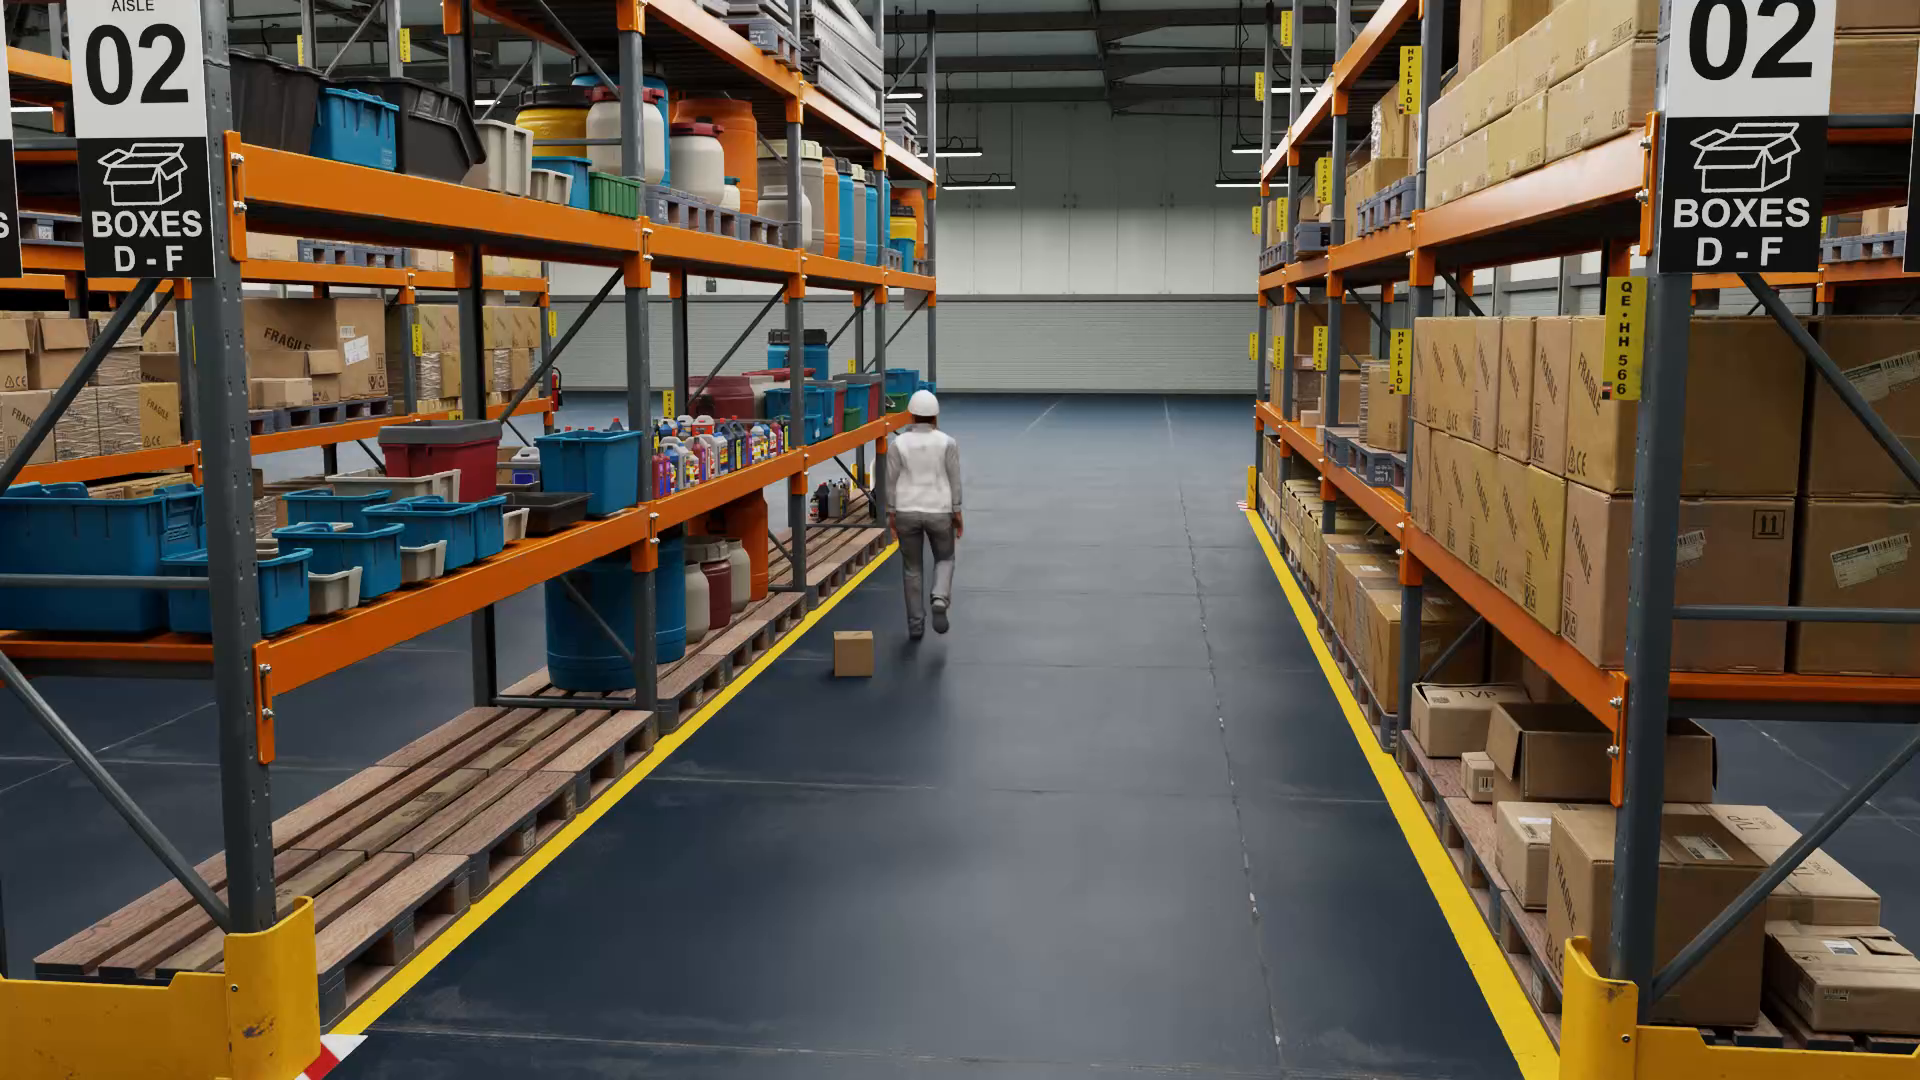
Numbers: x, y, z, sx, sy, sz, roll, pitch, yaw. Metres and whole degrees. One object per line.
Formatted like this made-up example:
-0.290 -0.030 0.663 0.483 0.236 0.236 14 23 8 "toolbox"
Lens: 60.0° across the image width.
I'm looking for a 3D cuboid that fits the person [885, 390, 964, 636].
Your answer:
-0.257 -0.193 11.941 0.562 1.766 0.499 0 8 -2 "person"
